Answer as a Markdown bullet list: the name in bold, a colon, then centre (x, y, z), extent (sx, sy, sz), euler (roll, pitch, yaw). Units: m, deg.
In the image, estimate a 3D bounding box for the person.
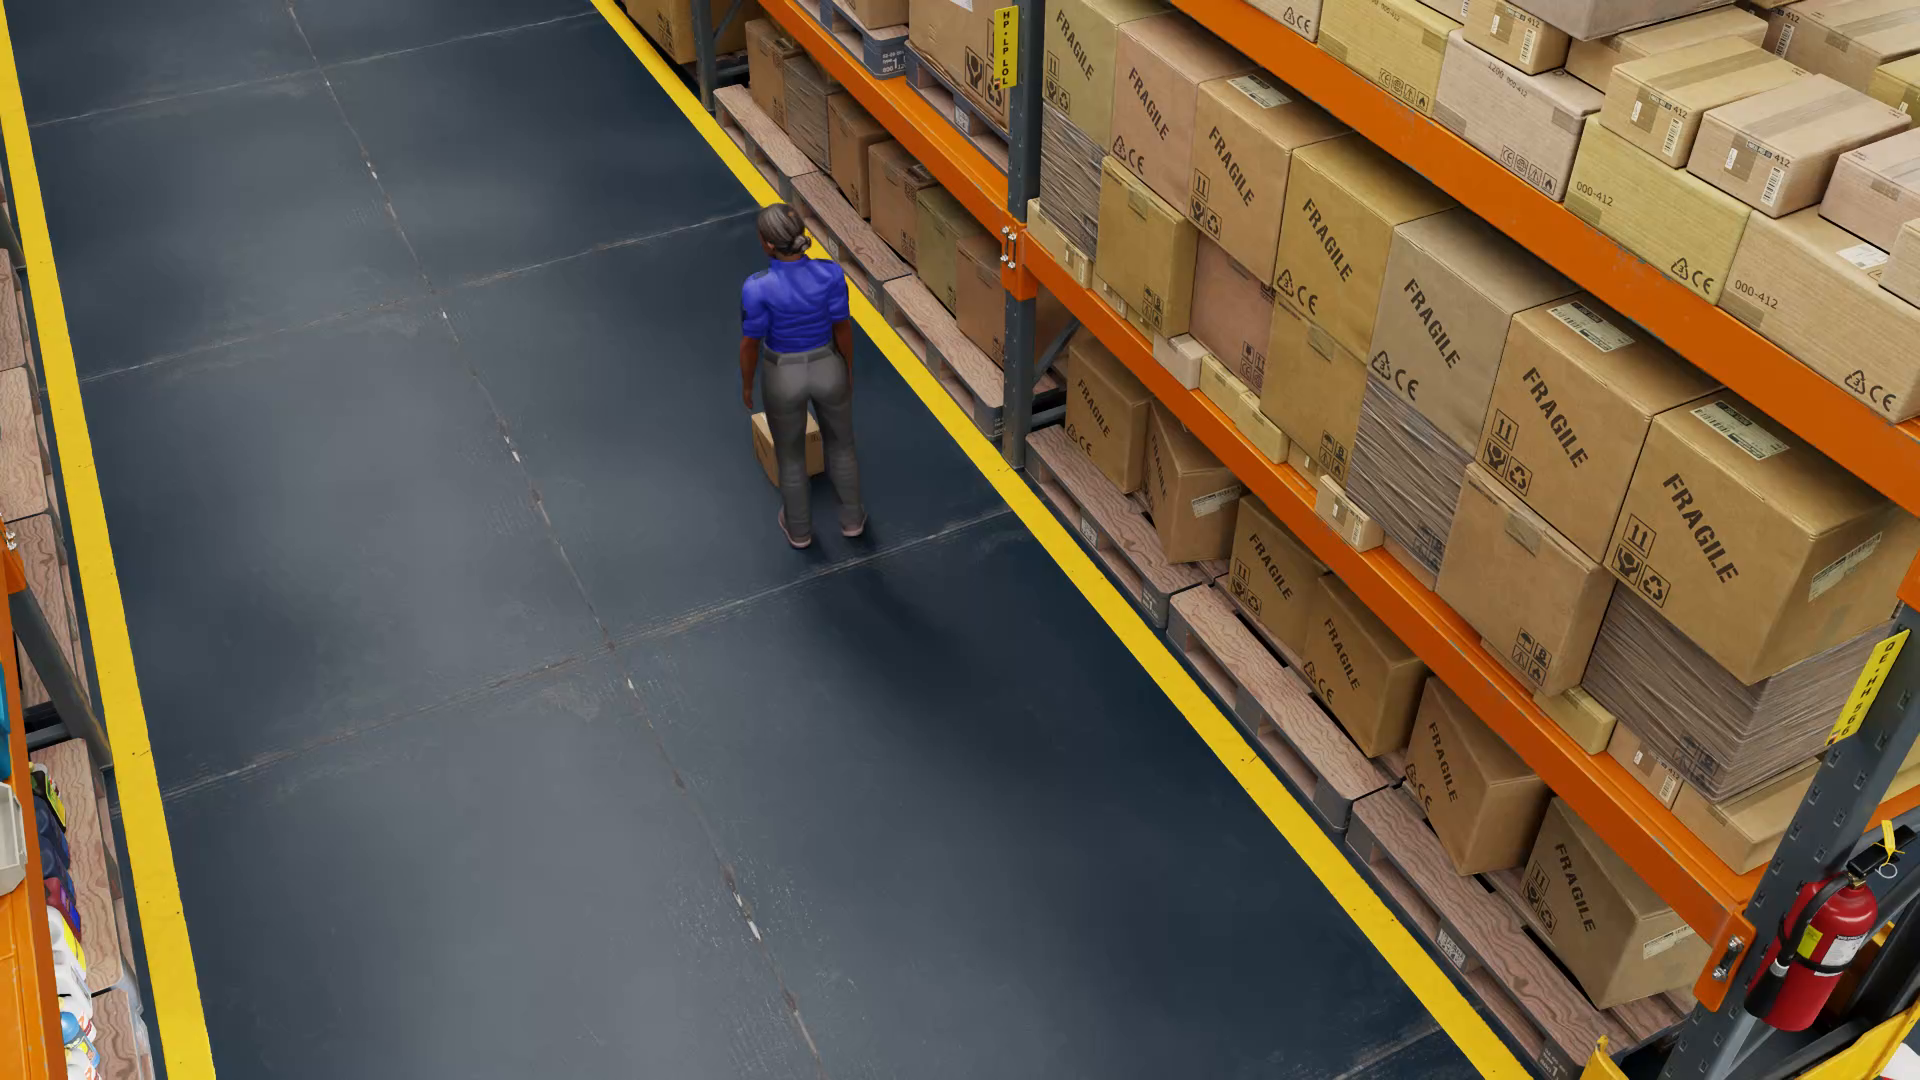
- **person**: centre (-0.654, -0.665, 6.921), extent (0.515, 1.688, 0.330), euler (-12, 43, -13)
